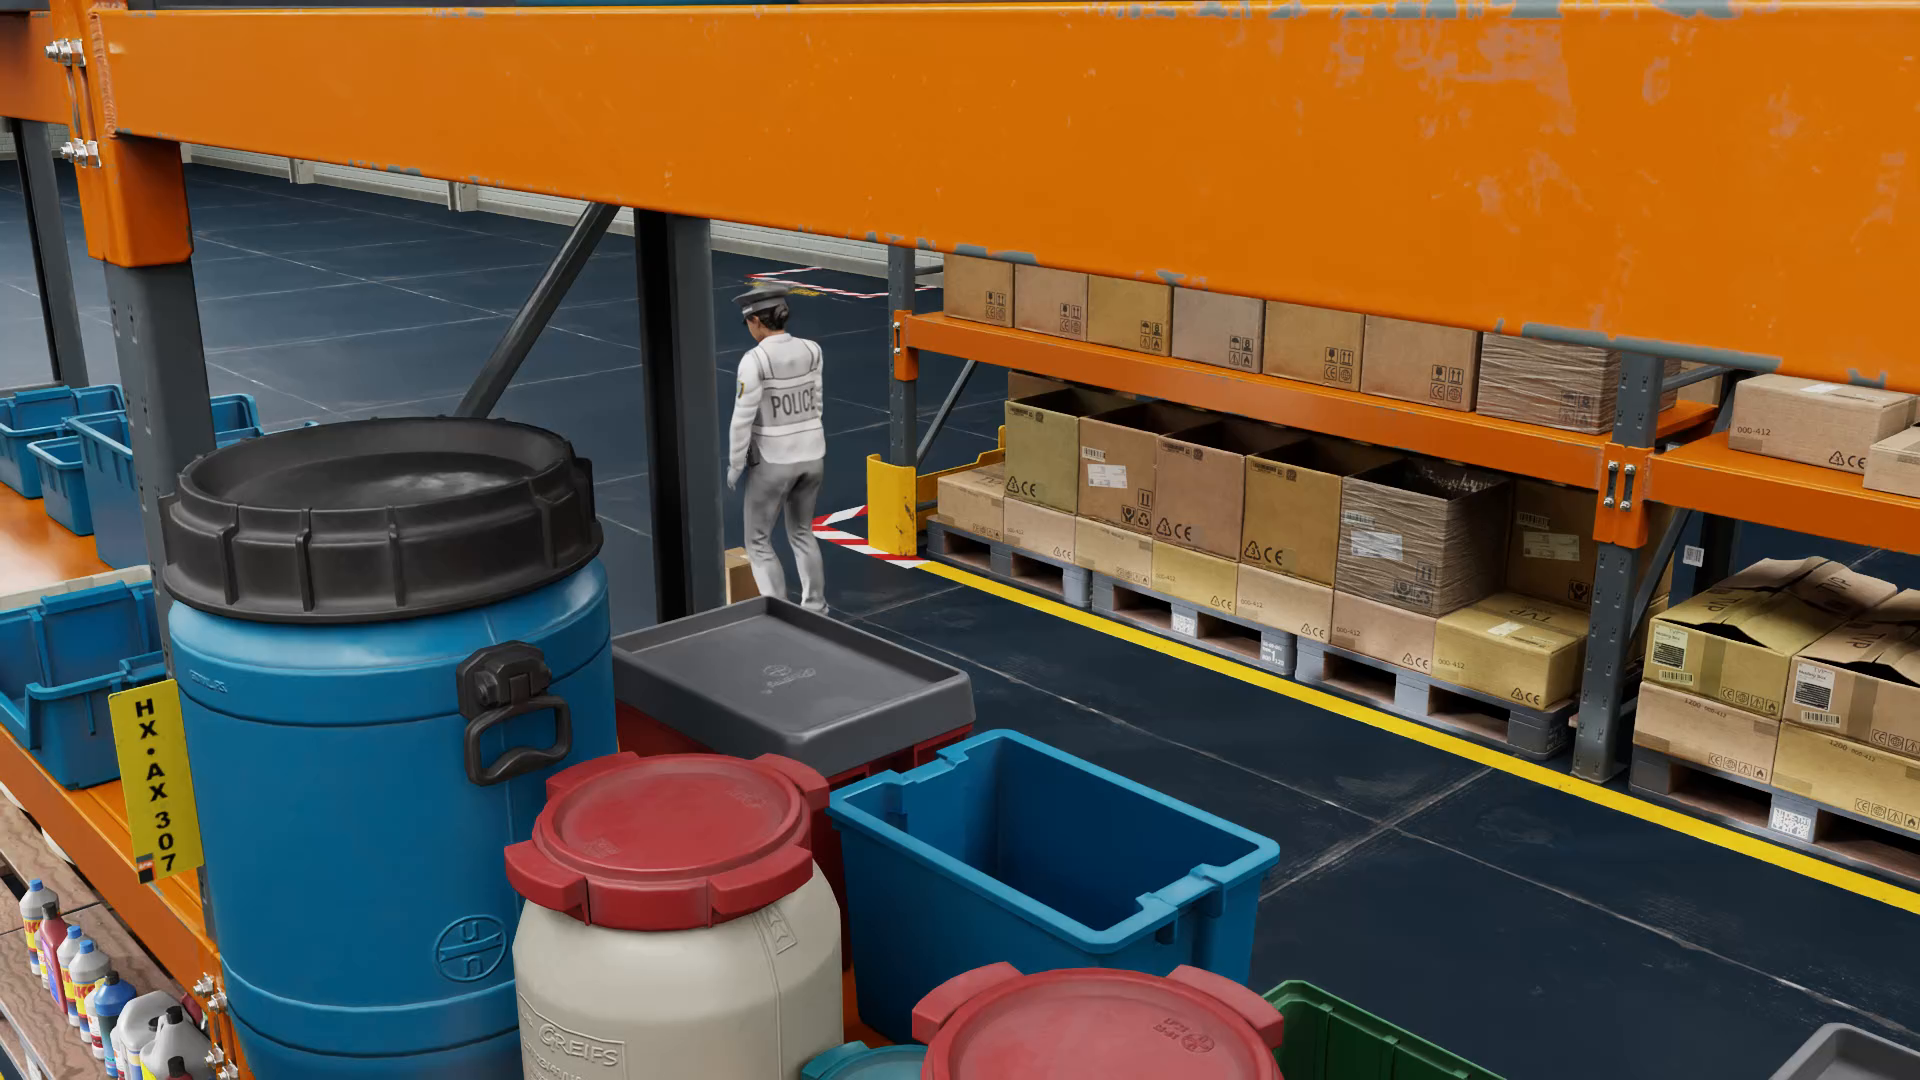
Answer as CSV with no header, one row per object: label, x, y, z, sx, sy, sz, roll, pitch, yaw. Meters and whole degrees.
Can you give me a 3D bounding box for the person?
person,-0.845,-0.344,7.693,0.488,1.648,0.396,-15,23,-40
